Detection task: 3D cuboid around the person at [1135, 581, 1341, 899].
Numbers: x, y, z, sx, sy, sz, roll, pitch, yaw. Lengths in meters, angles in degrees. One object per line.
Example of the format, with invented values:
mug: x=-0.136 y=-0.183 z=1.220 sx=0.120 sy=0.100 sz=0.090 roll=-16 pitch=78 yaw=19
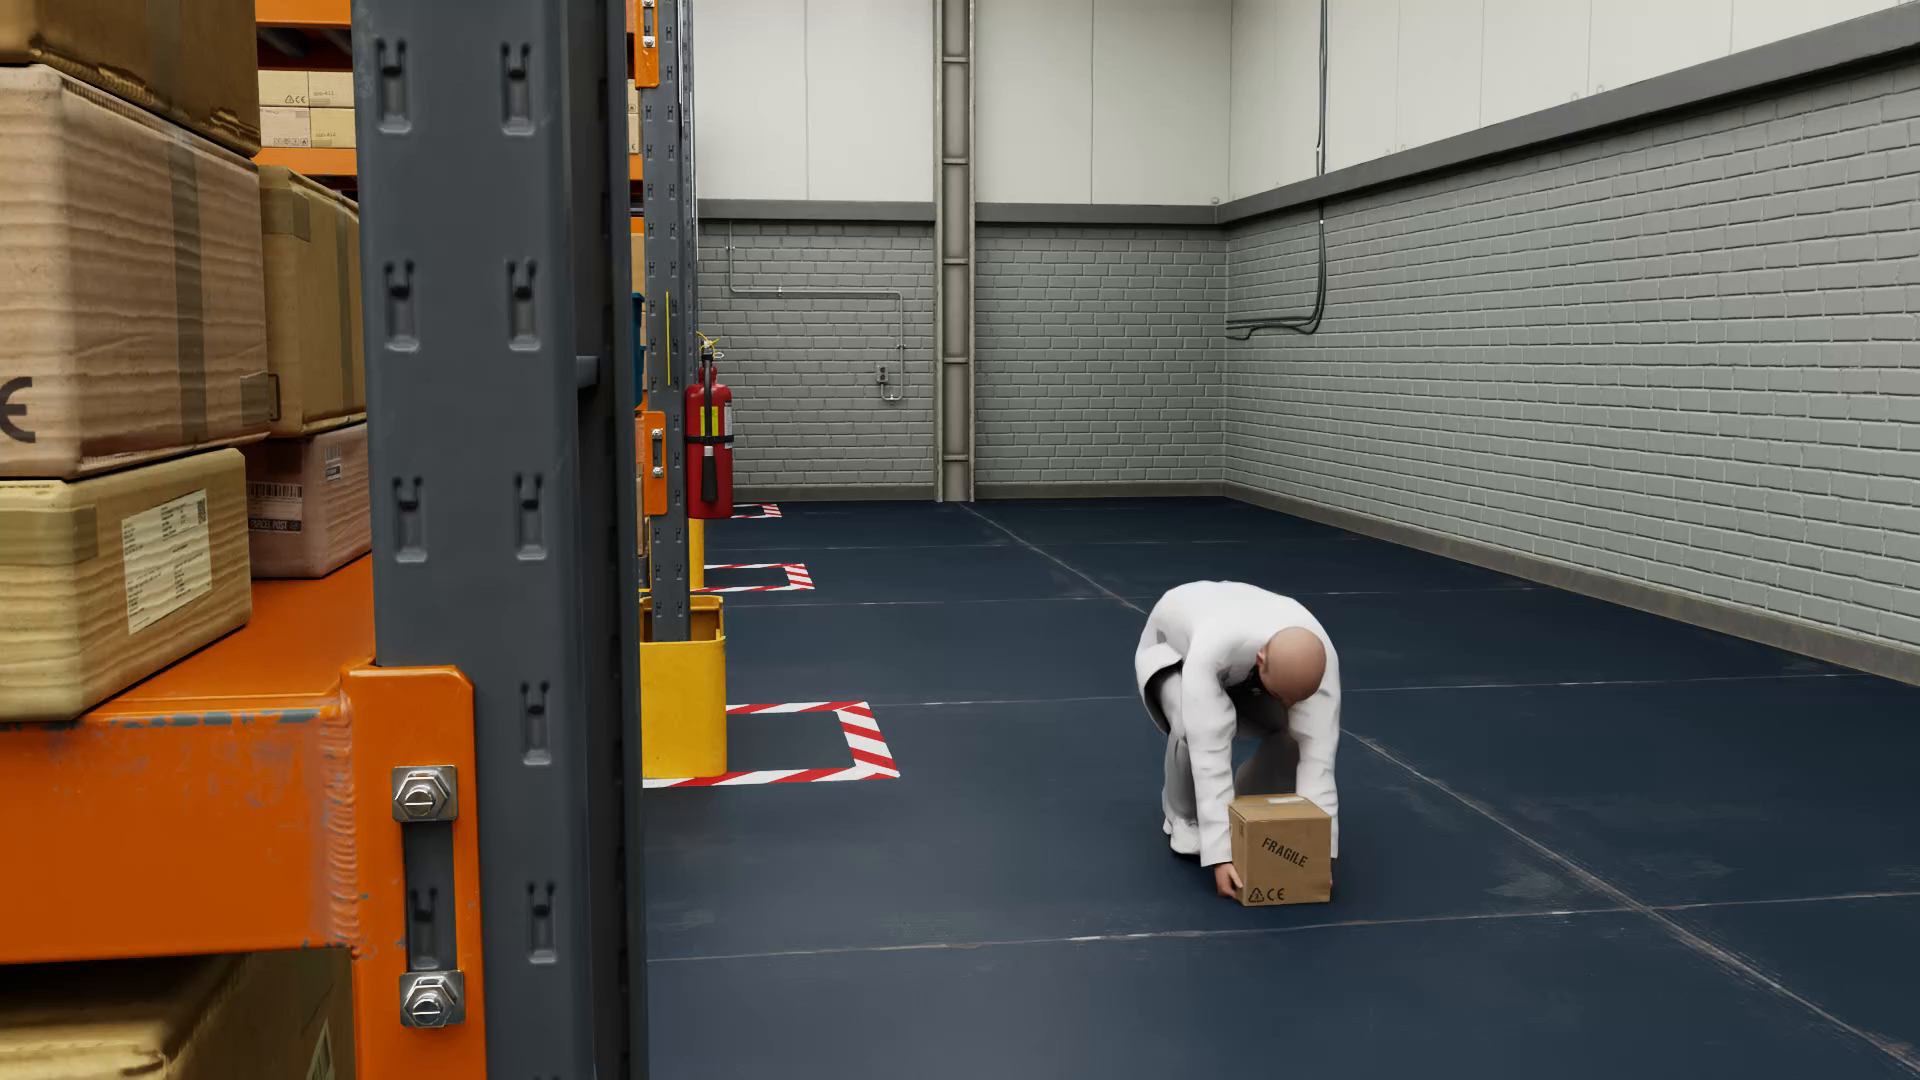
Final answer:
person: x=0.852 y=0.566 z=5.066 sx=0.581 sy=0.849 sz=0.952 roll=-1 pitch=6 yaw=-10
